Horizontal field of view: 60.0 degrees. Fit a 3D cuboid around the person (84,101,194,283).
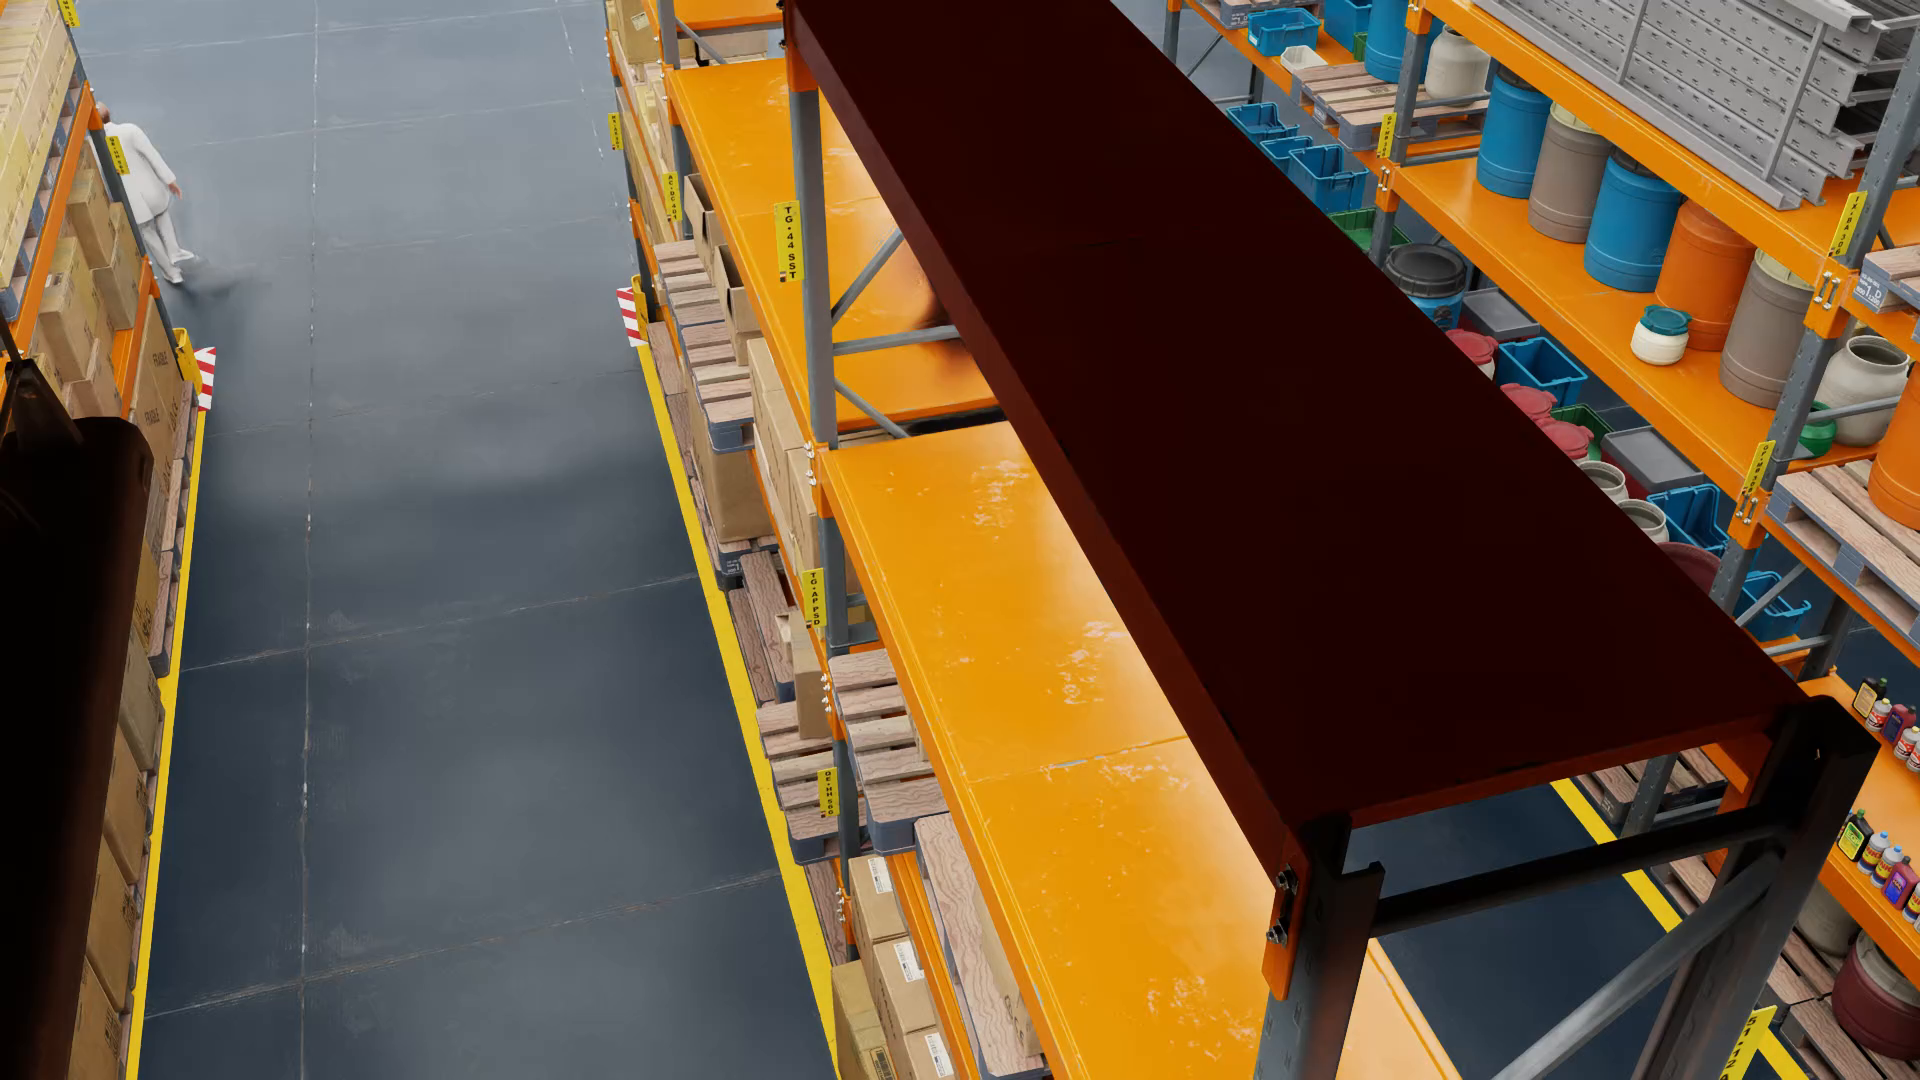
[{"bbox_3d":[-7.716,-3.238,15.521,0.689,1.738,0.707,-29,47,-31],"label":"person"}]
